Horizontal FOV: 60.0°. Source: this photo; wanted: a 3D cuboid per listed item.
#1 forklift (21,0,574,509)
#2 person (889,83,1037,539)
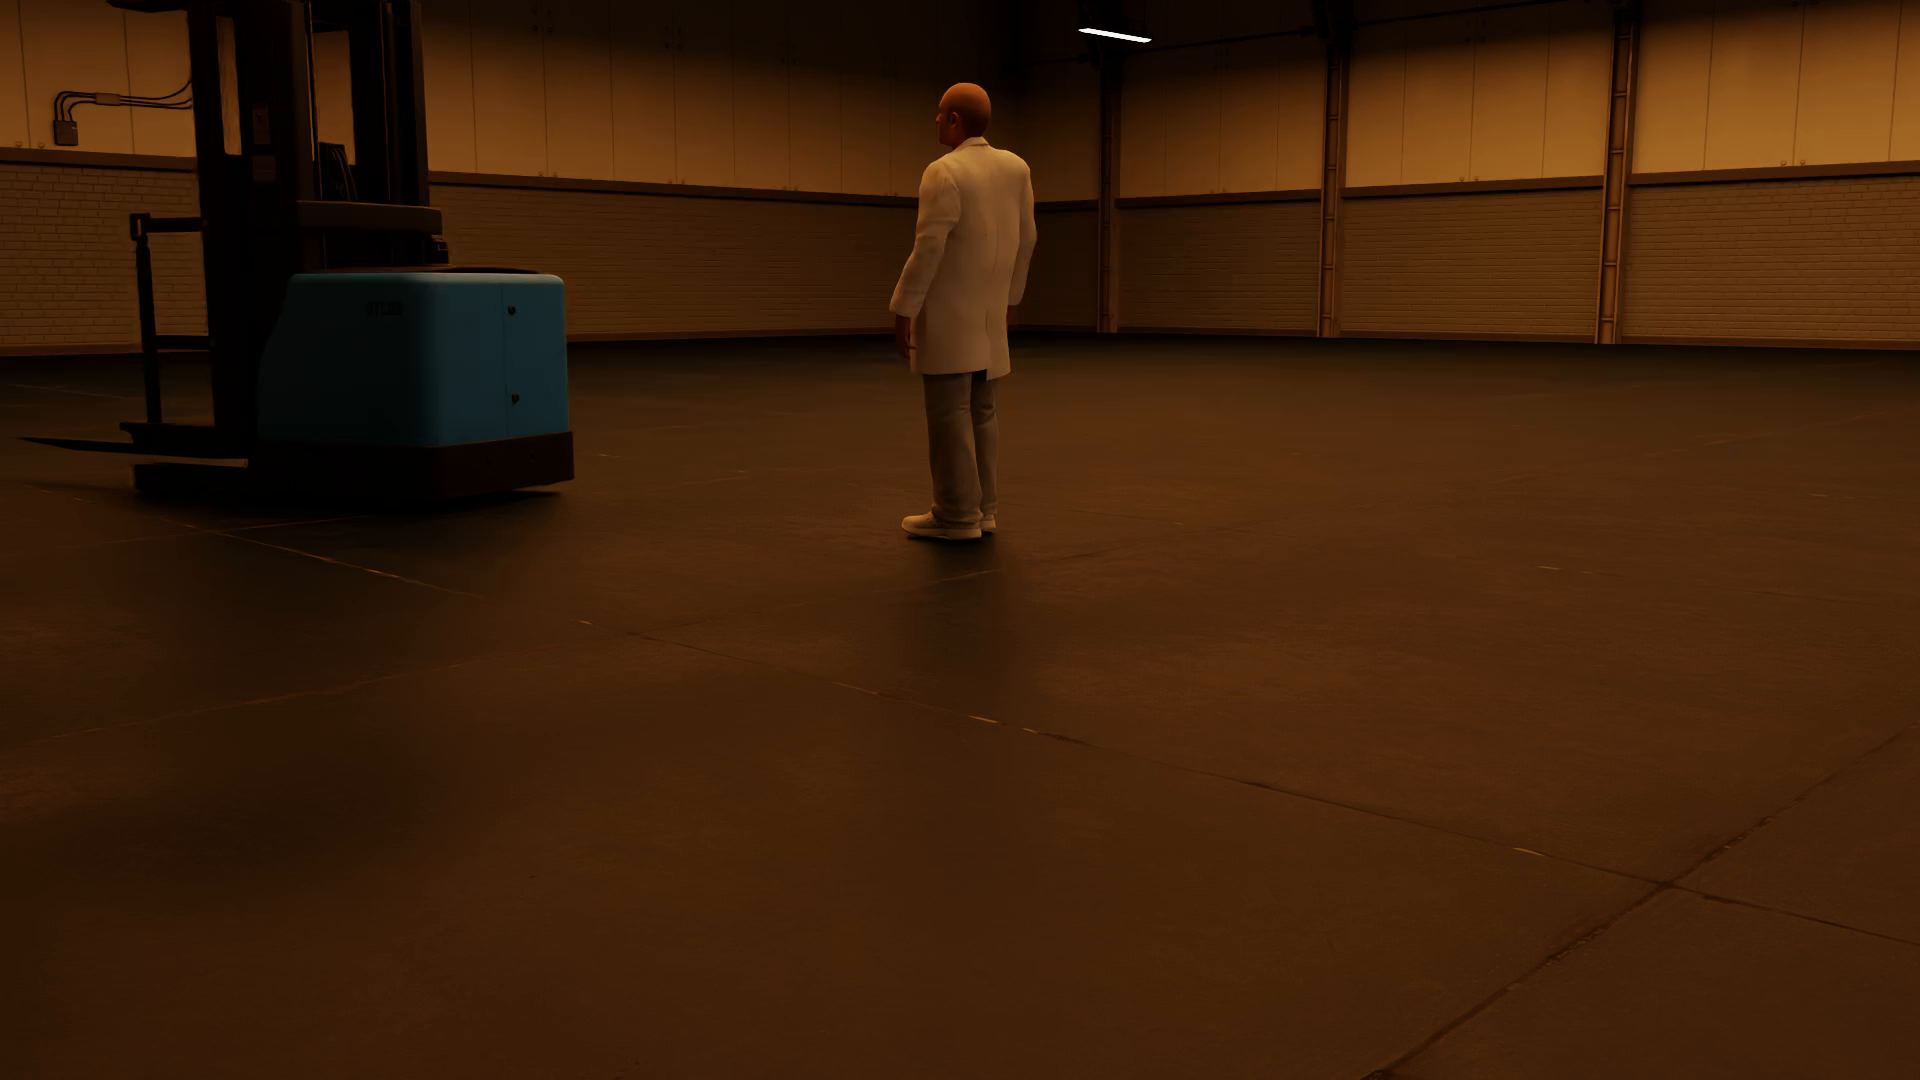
[{"bbox_3d":[-3.465,-1.714,8.258,3.031,2.935,1.130,4,10,26],"label":"forklift"},{"bbox_3d":[-0.061,-0.896,6.649,0.581,1.776,0.696,8,12,43],"label":"person"}]
